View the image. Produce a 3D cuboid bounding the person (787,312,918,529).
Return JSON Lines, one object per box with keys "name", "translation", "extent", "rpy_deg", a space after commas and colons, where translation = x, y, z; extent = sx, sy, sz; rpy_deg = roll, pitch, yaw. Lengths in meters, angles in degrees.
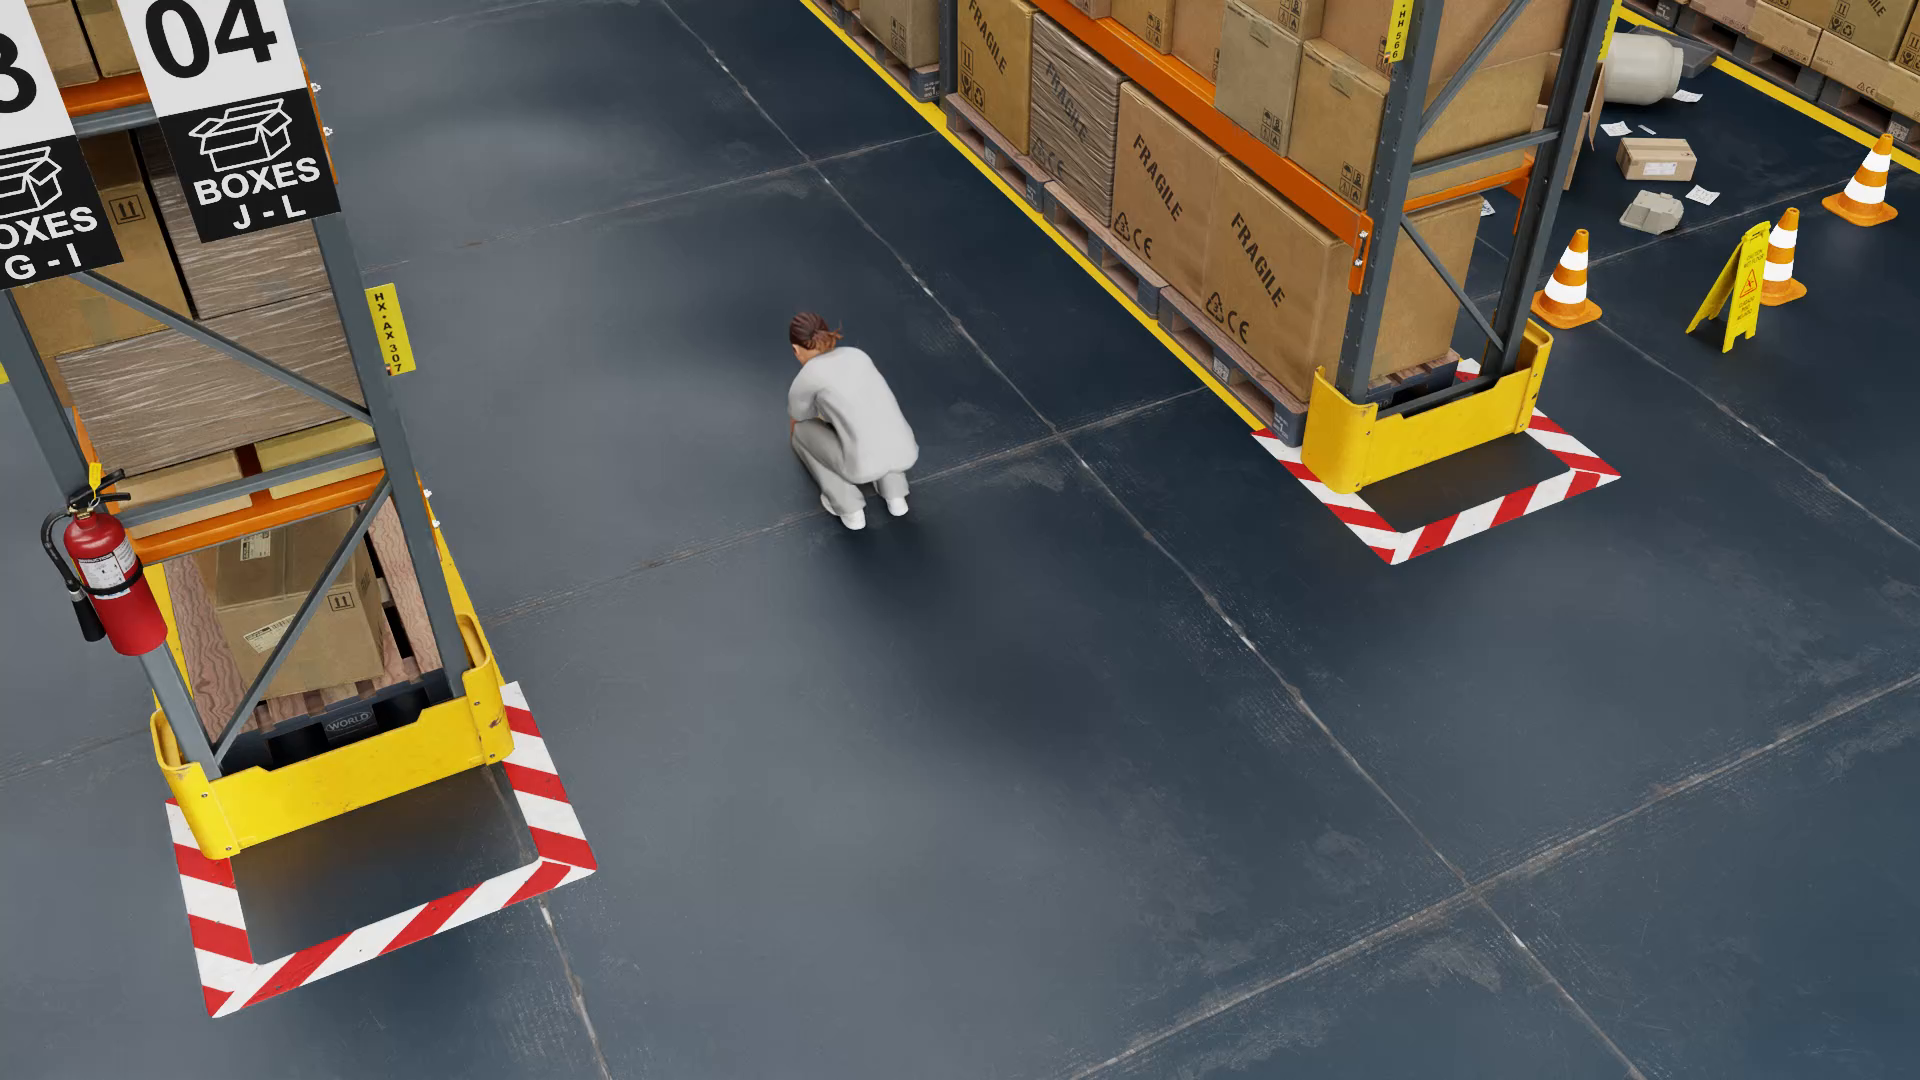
{"name": "person", "translation": [-0.500, -0.530, 7.448], "extent": [0.479, 0.806, 0.807], "rpy_deg": [-19, 45, -20]}
